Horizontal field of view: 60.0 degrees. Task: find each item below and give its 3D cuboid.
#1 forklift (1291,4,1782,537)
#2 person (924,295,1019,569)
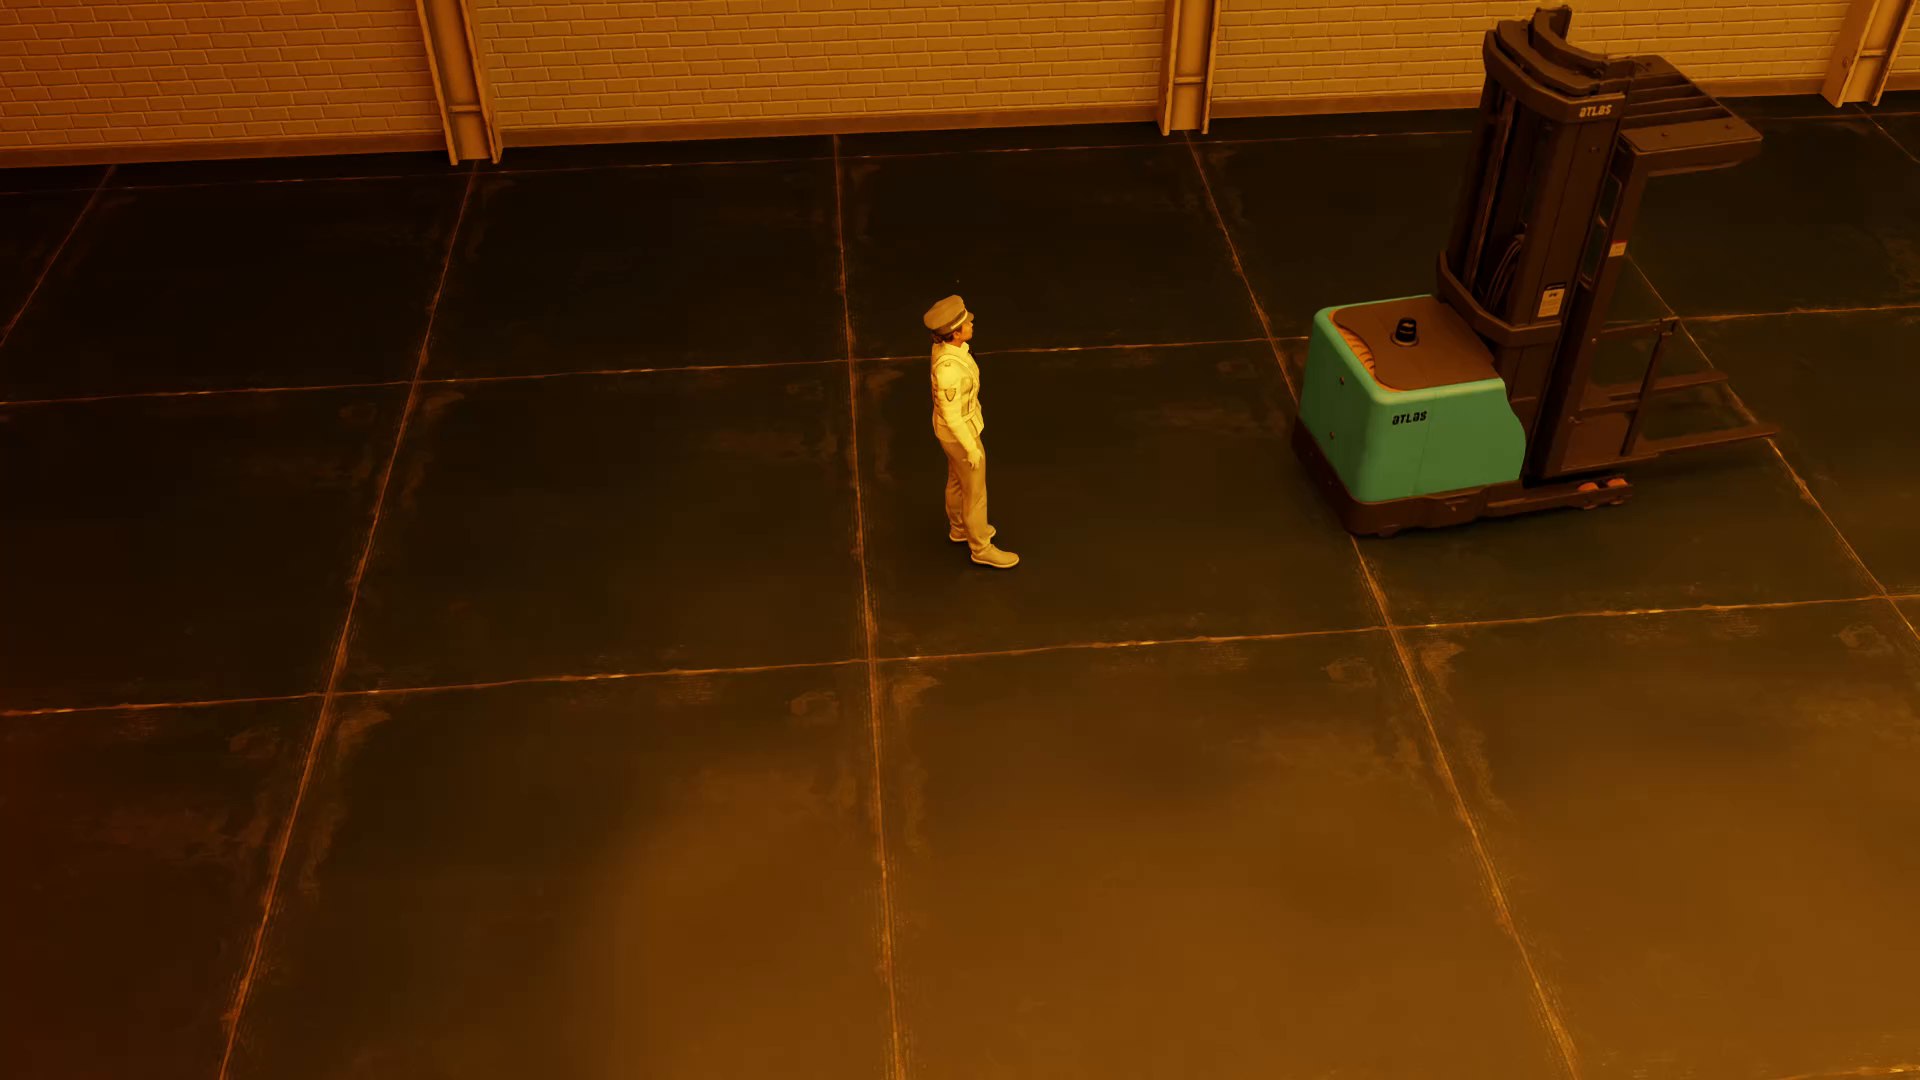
[{"bbox_3d":[3.730,-1.635,9.850,3.031,2.935,1.130,-9,41,-10],"label":"forklift"},{"bbox_3d":[0.069,-0.649,9.637,0.530,1.694,0.586,-3,41,-4],"label":"person"}]
